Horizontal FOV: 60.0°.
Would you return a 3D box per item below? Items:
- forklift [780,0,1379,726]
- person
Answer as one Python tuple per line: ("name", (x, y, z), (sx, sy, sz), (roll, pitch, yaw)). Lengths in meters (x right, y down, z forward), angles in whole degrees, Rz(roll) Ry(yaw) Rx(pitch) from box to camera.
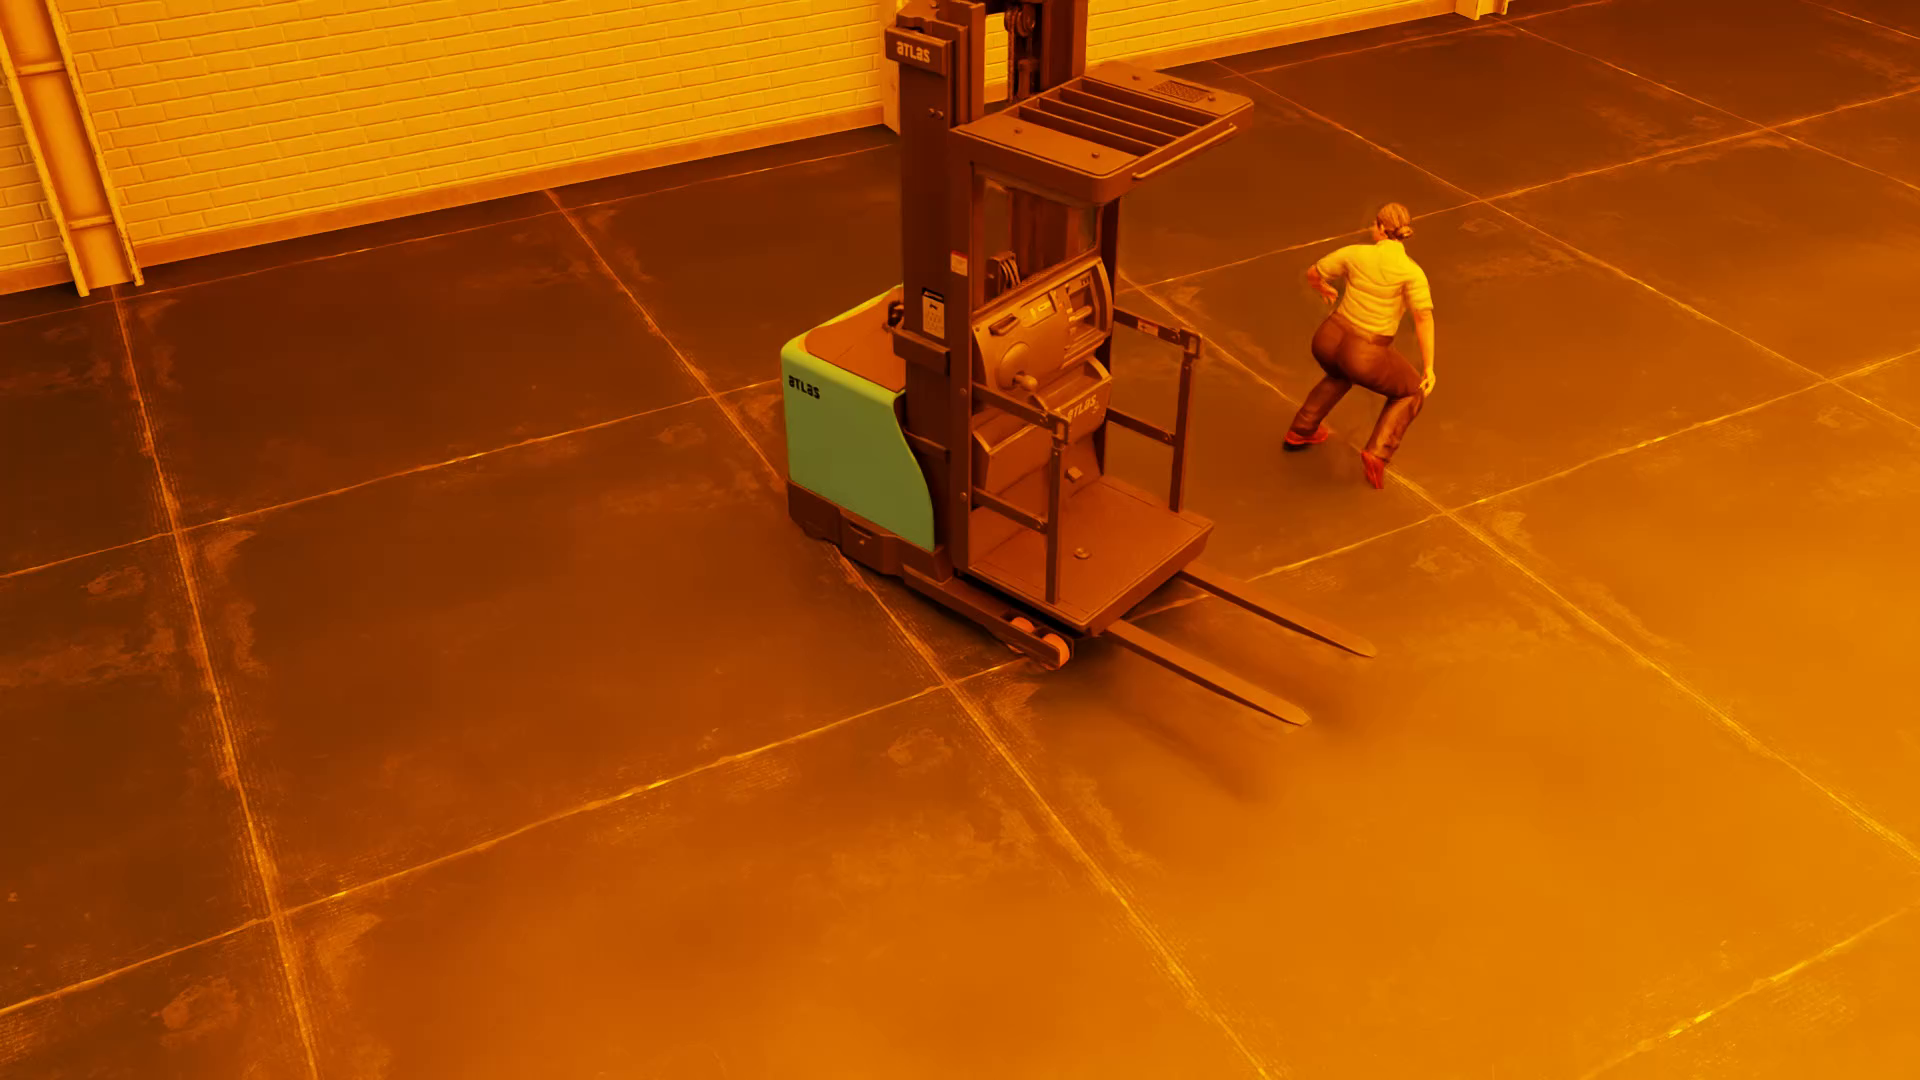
("forklift", (0.544, -0.933, 7.443), (3.031, 2.935, 1.130), (26, 43, 32))
("person", (2.200, -1.013, 8.882), (0.483, 1.534, 0.922), (-29, 44, -34))
